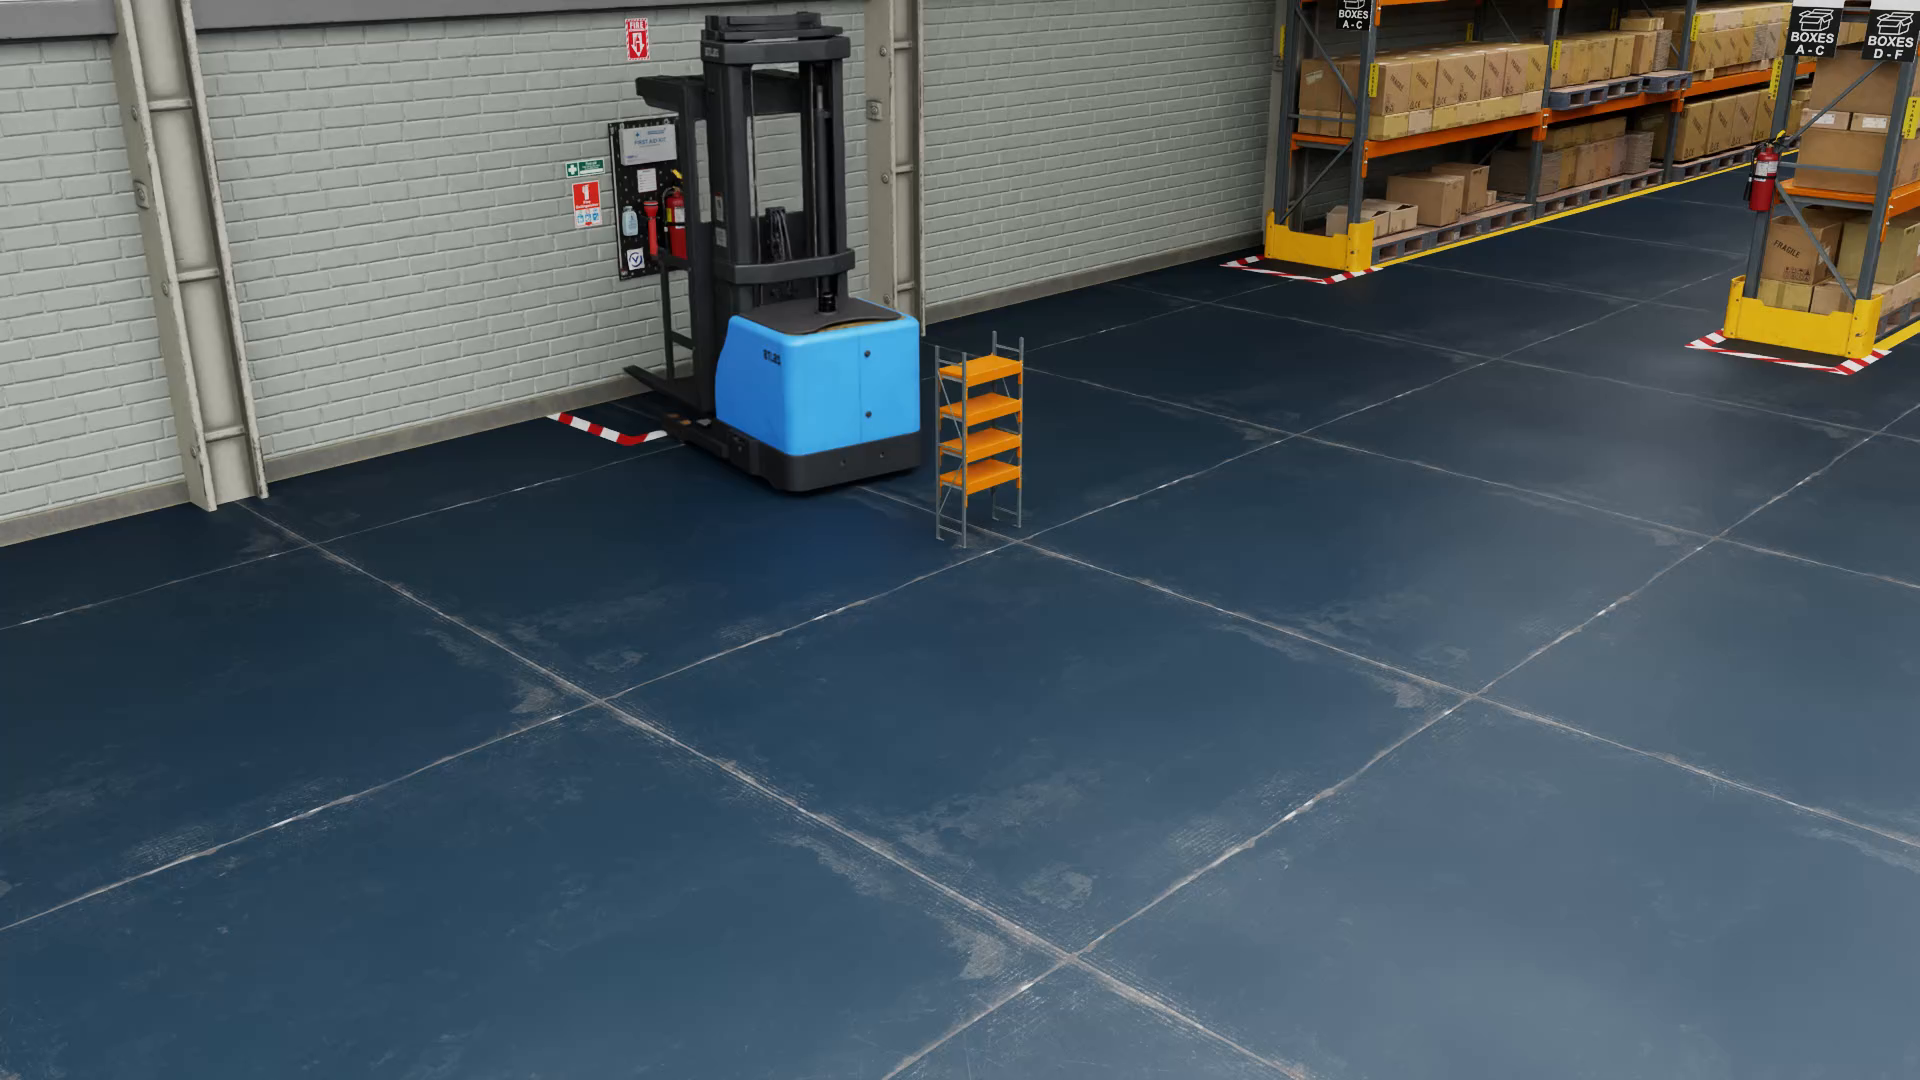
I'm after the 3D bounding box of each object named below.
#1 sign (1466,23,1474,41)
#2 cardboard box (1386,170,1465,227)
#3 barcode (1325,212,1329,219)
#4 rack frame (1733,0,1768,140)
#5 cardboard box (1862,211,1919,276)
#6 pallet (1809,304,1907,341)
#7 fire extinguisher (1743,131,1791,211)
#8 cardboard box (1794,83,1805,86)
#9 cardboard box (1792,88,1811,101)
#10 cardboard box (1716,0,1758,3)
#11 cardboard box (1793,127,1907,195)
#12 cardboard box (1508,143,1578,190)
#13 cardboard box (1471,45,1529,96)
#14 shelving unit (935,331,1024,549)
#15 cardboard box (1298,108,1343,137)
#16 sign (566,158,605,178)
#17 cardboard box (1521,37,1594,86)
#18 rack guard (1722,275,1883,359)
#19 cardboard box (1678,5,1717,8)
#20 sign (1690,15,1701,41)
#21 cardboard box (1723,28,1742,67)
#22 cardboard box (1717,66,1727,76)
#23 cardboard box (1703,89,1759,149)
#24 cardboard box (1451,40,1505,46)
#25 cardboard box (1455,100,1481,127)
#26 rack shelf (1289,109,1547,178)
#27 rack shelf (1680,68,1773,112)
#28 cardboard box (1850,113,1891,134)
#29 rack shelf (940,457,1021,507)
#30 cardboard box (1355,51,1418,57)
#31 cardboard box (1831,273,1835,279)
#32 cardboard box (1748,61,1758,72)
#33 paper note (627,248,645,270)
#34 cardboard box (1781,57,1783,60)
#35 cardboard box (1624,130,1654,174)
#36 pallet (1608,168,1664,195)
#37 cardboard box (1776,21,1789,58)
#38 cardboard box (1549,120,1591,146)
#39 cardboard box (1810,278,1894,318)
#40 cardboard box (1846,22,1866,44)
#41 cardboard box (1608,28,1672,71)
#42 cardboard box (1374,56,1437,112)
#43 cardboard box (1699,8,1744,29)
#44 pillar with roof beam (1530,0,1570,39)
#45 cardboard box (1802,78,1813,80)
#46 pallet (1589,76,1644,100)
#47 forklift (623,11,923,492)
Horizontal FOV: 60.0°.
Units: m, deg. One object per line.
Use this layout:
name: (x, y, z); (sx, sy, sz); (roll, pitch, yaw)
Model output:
sign: (6.157, -6.064, 20.058); (0.100, 0.325, 0.005); (19, 28, 41)
cardboard box: (5.259, -3.874, 18.844); (0.700, 0.500, 0.500); (17, 27, 37)
barcode: (4.040, -3.572, 18.310); (0.001, 0.075, 0.075); (19, 28, 41)
rack frame: (12.138, -7.442, 25.257); (1.000, 3.000, 0.127); (19, 28, 41)
cardboard box: (8.539, -2.724, 15.184); (0.500, 0.500, 0.500); (19, 28, 41)
pallet: (7.822, -2.024, 15.047); (1.003, 0.211, 1.213); (19, 28, 41)
fire extinguisher: (6.903, -3.169, 14.245); (0.296, 0.674, 0.183); (19, 28, 41)
cardboard box: (13.395, -7.289, 26.851); (0.380, 0.149, 0.250); (19, 28, 40)
cardboard box: (13.102, -6.983, 26.057); (0.250, 0.149, 0.380); (-19, 28, -40)
cardboard box: (11.630, -7.934, 24.909); (0.500, 0.250, 0.500); (-19, 28, -40)
cardboard box: (7.653, -3.282, 14.294); (0.700, 0.500, 0.500); (19, 28, 41)
cardboard box: (7.383, -4.763, 21.157); (0.700, 0.500, 0.500); (19, 28, 40)
cardboard box: (6.104, -5.347, 18.940); (0.500, 0.500, 0.500); (19, 28, 40)
shelving unit: (0.115, -0.603, 9.970); (0.258, 1.200, 0.503); (19, 28, 41)
cardboard box: (3.954, -4.466, 17.693); (0.500, 0.250, 0.500); (-20, 28, -41)
sign: (-2.752, -2.733, 12.215); (0.001, 0.109, 0.331); (19, 28, 41)
cardboard box: (7.331, -5.902, 20.497); (0.500, 0.500, 0.700); (-17, 27, -37)
rack guard: (7.301, -1.946, 14.440); (1.175, 0.500, 0.348); (19, 28, 41)
cardboard box: (10.557, -7.535, 23.870); (0.500, 0.250, 0.500); (18, 28, 39)
sign: (9.743, -6.784, 22.041); (0.100, 0.325, 0.005); (19, 28, 41)
cardboard box: (10.588, -6.929, 23.340); (0.500, 0.500, 0.500); (19, 28, 40)
cardboard box: (10.620, -6.671, 23.571); (0.250, 0.149, 0.380); (-20, 28, -41)
cardboard box: (11.159, -6.206, 24.451); (0.750, 0.750, 0.750); (-19, 28, -40)
cardboard box: (6.079, -5.607, 19.617); (0.500, 0.500, 0.500); (18, 28, 39)
cardboard box: (5.400, -4.739, 18.404); (0.500, 0.250, 0.500); (20, 28, 41)
rack shelf: (5.162, -4.536, 18.698); (1.077, 0.370, 4.000); (19, 28, 41)
rack shelf: (10.742, -6.592, 24.048); (1.077, 0.370, 4.000); (19, 28, 41)
cardboard box: (7.746, -3.515, 13.996); (0.380, 0.149, 0.250); (19, 28, 40)
rack shelf: (0.115, -0.354, 10.065); (0.258, 0.148, 0.480); (19, 28, 41)
cardboard box: (4.659, -5.082, 18.252); (0.500, 0.500, 0.500); (18, 28, 39)
cardboard box: (7.821, -2.375, 15.319); (0.500, 0.250, 0.500); (19, 28, 41)
cardboard box: (11.372, -6.922, 24.224); (0.380, 0.149, 0.250); (19, 28, 41)
paper note: (-2.475, -2.147, 12.707); (0.016, 0.148, 0.142); (19, 28, 41)
cardboard box: (12.105, -7.177, 24.888); (0.380, 0.149, 0.250); (20, 28, 41)
cardboard box: (8.882, -5.255, 22.435); (0.500, 0.500, 0.700); (-20, 29, -41)
pallet: (8.801, -4.912, 22.560); (1.003, 0.211, 1.213); (19, 28, 41)
cardboard box: (11.996, -7.455, 24.709); (0.500, 0.500, 0.500); (19, 28, 40)
cardboard box: (7.723, -5.217, 21.292); (0.500, 0.250, 0.500); (18, 28, 39)
cardboard box: (7.852, -2.114, 14.640); (0.500, 0.250, 0.500); (19, 28, 41)
cardboard box: (14.080, -8.287, 27.036); (0.980, 0.700, 0.700); (19, 28, 40)
cardboard box: (9.027, -6.543, 22.164); (0.700, 0.500, 0.500); (15, 26, 35)
cardboard box: (4.667, -4.819, 17.568); (0.500, 0.500, 0.500); (19, 28, 41)
cardboard box: (10.569, -7.279, 23.205); (0.500, 0.250, 0.500); (20, 28, 41)
pillar with roof beam: (10.905, -8.019, 18.396); (9.100, 9.000, 0.400); (19, 28, 41)
cardboard box: (14.103, -7.549, 27.530); (0.380, 0.149, 0.250); (19, 28, 41)
pallet: (7.996, -5.805, 21.265); (1.003, 0.211, 1.213); (19, 28, 41)
forklift: (-1.509, -2.148, 11.579); (1.130, 2.935, 3.031); (-14, 25, -33)
